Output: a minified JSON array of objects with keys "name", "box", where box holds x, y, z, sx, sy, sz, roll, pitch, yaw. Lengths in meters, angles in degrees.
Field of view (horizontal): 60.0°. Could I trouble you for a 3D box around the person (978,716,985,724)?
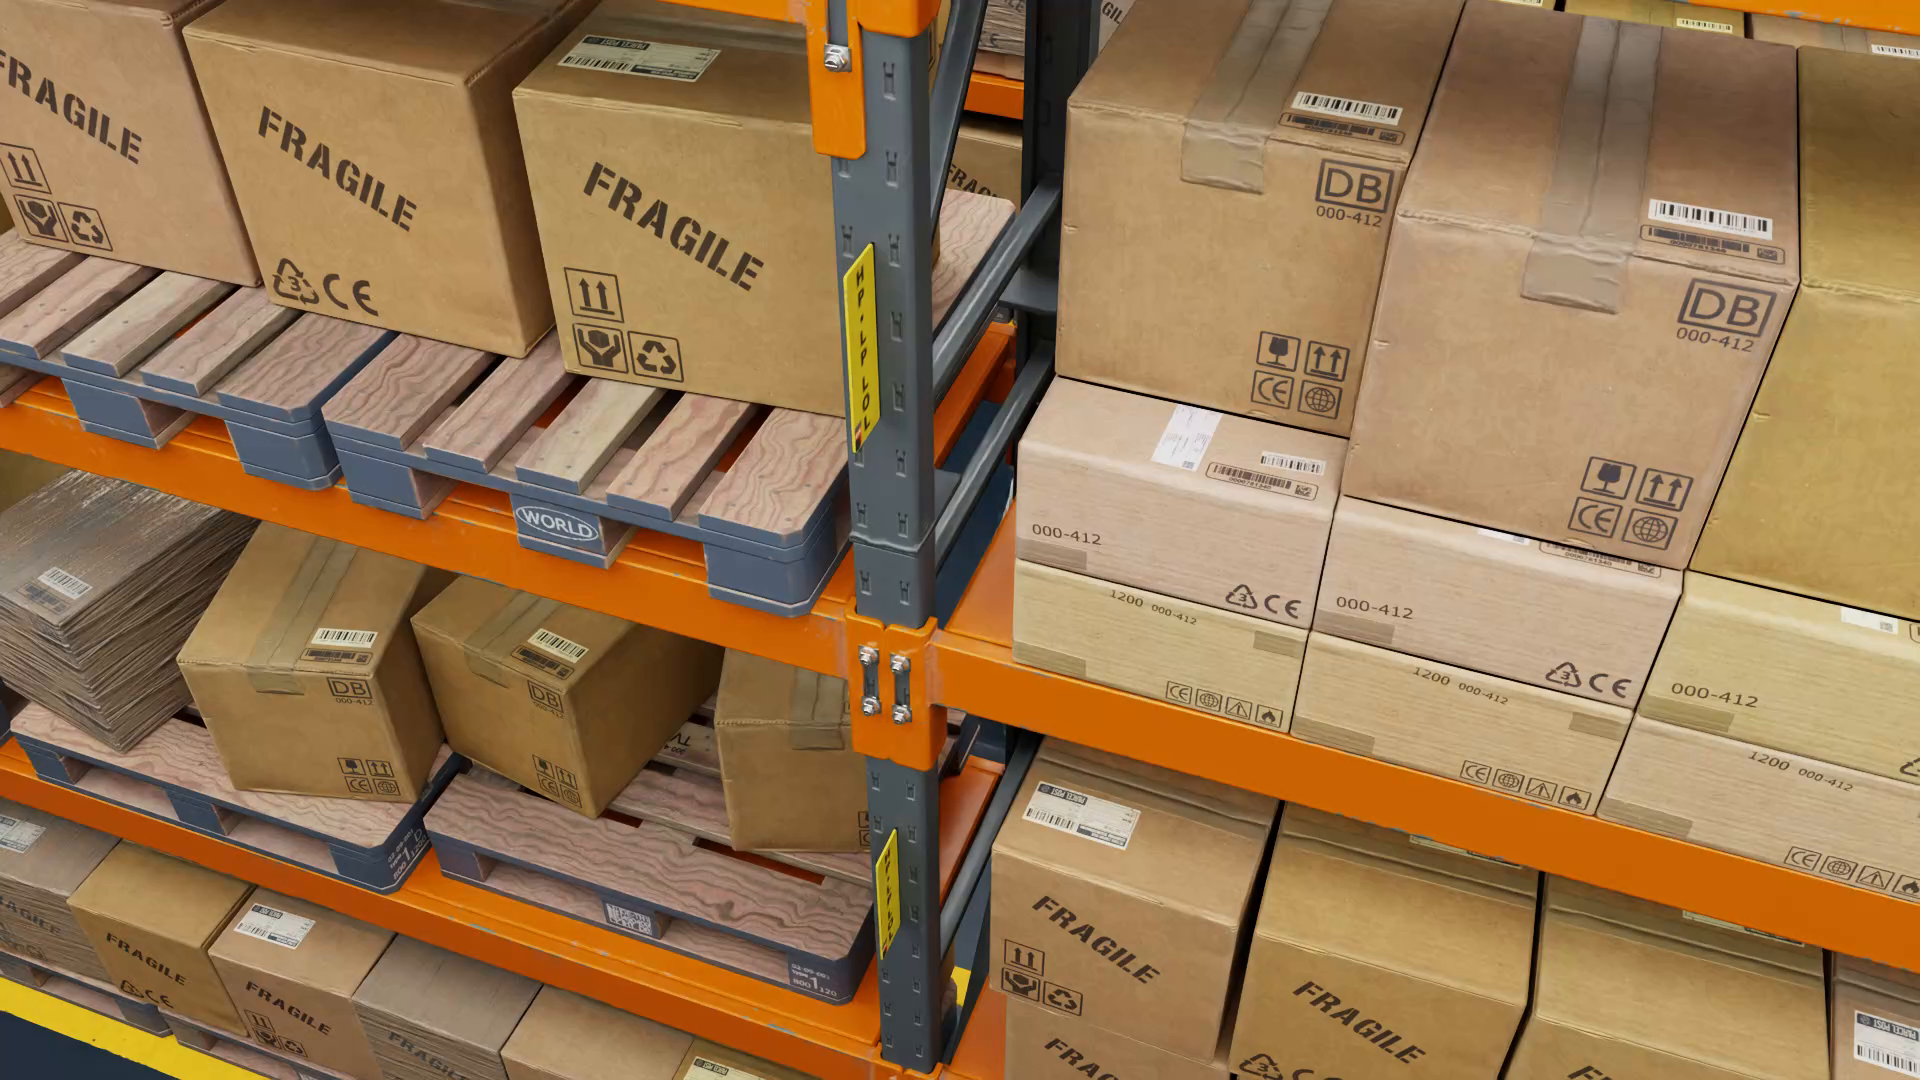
[{"name":"person","box":[0.281,0.074,6.058,0.539,1.667,0.529,34,52,32]}]
